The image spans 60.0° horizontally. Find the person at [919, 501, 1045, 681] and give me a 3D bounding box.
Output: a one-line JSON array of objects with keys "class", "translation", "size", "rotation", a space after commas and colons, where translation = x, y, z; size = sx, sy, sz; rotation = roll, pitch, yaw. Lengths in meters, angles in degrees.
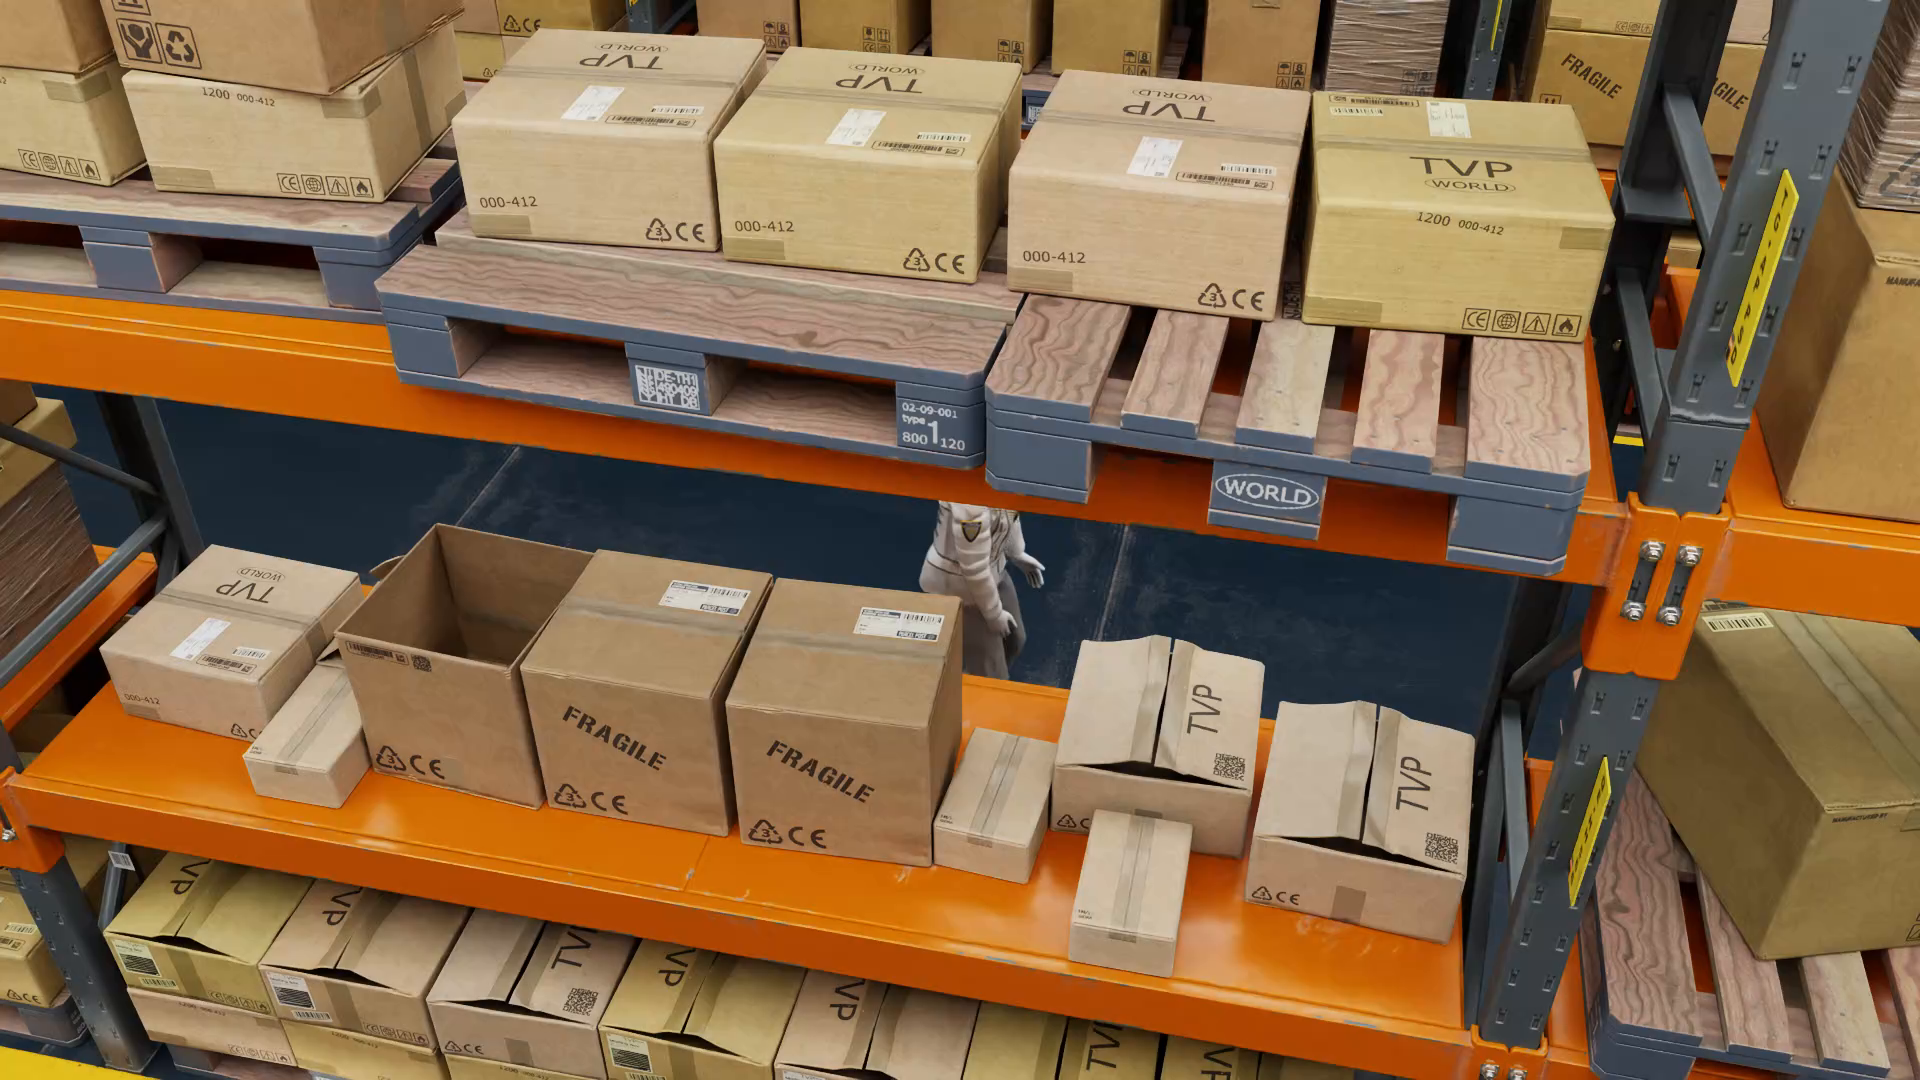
[{"class": "person", "translation": [0.099, 0.154, 5.994], "size": [0.465, 1.616, 0.504], "rotation": [8, 38, 11]}]
